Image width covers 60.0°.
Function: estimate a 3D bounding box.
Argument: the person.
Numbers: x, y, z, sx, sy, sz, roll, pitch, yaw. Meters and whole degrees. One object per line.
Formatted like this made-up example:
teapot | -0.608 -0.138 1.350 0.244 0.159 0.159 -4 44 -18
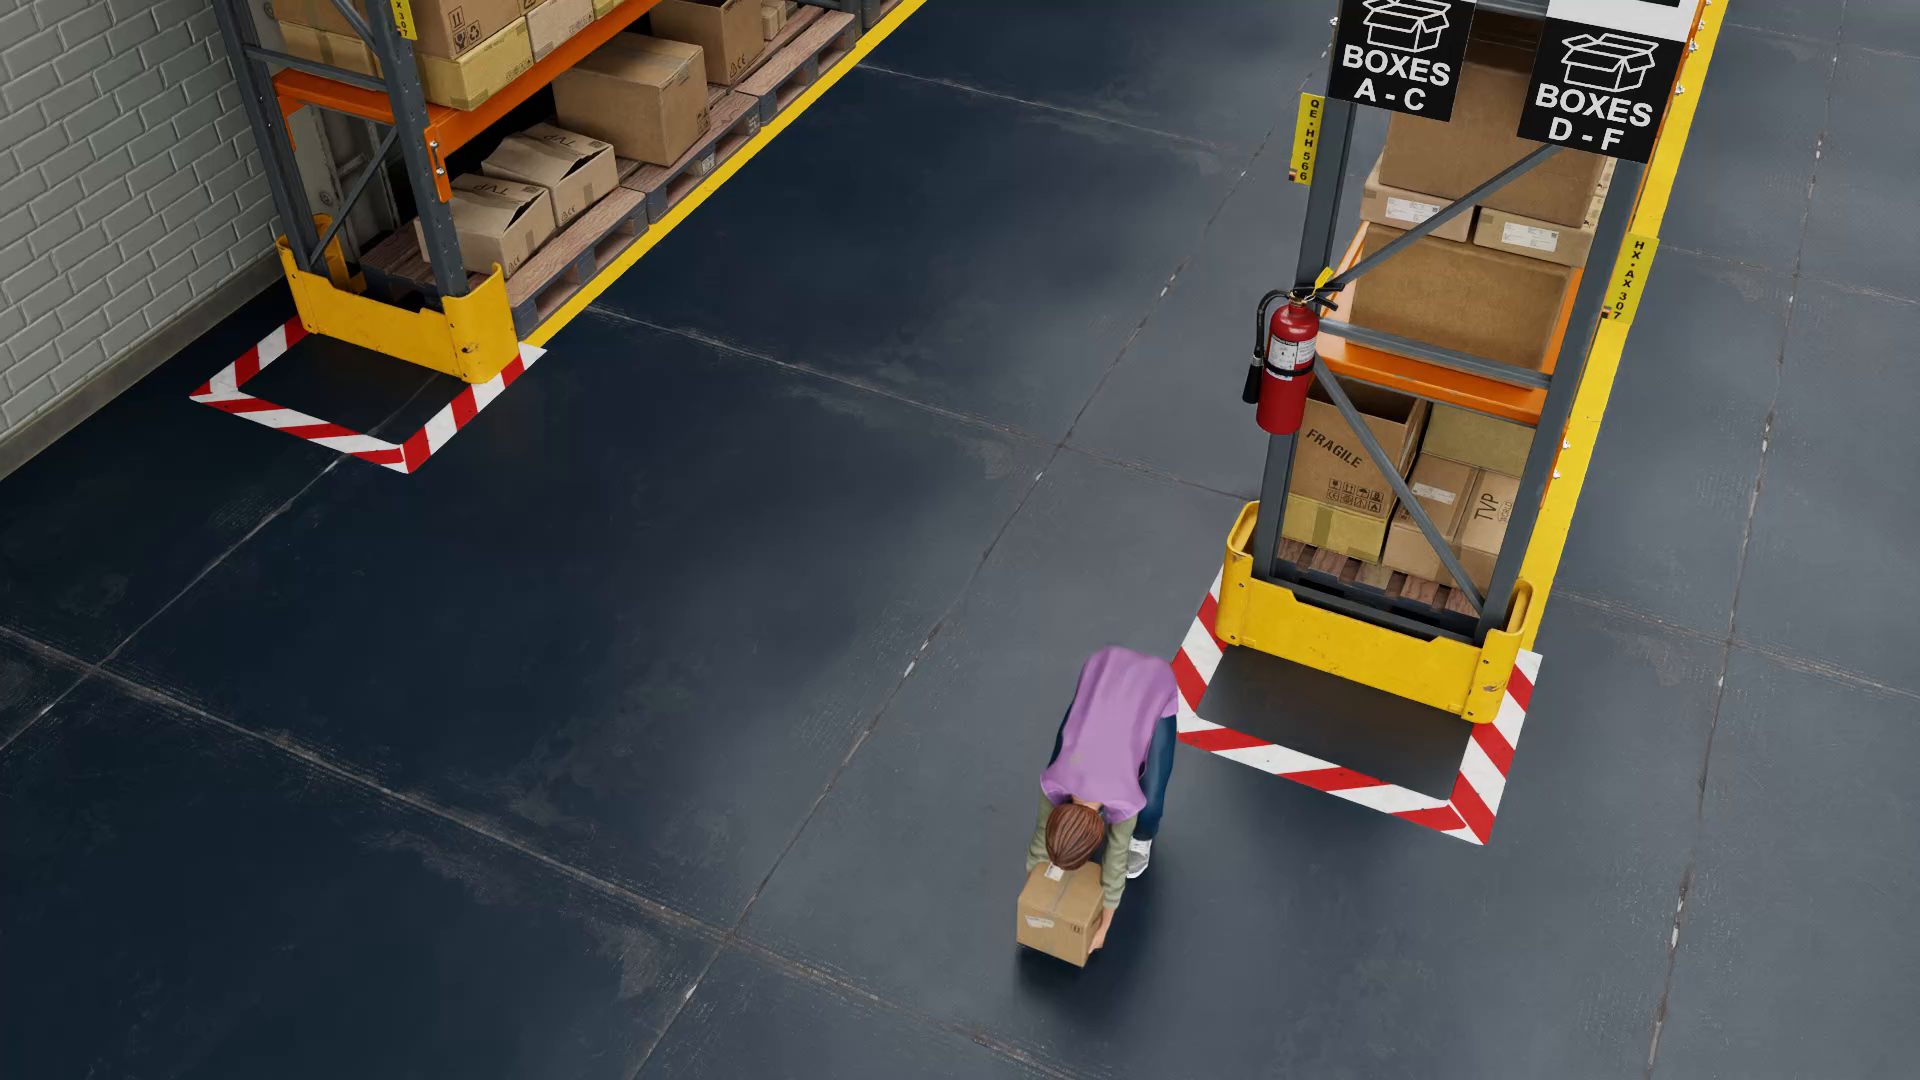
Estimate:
person | 0.488 0.886 5.729 0.423 0.886 0.854 16 45 16
